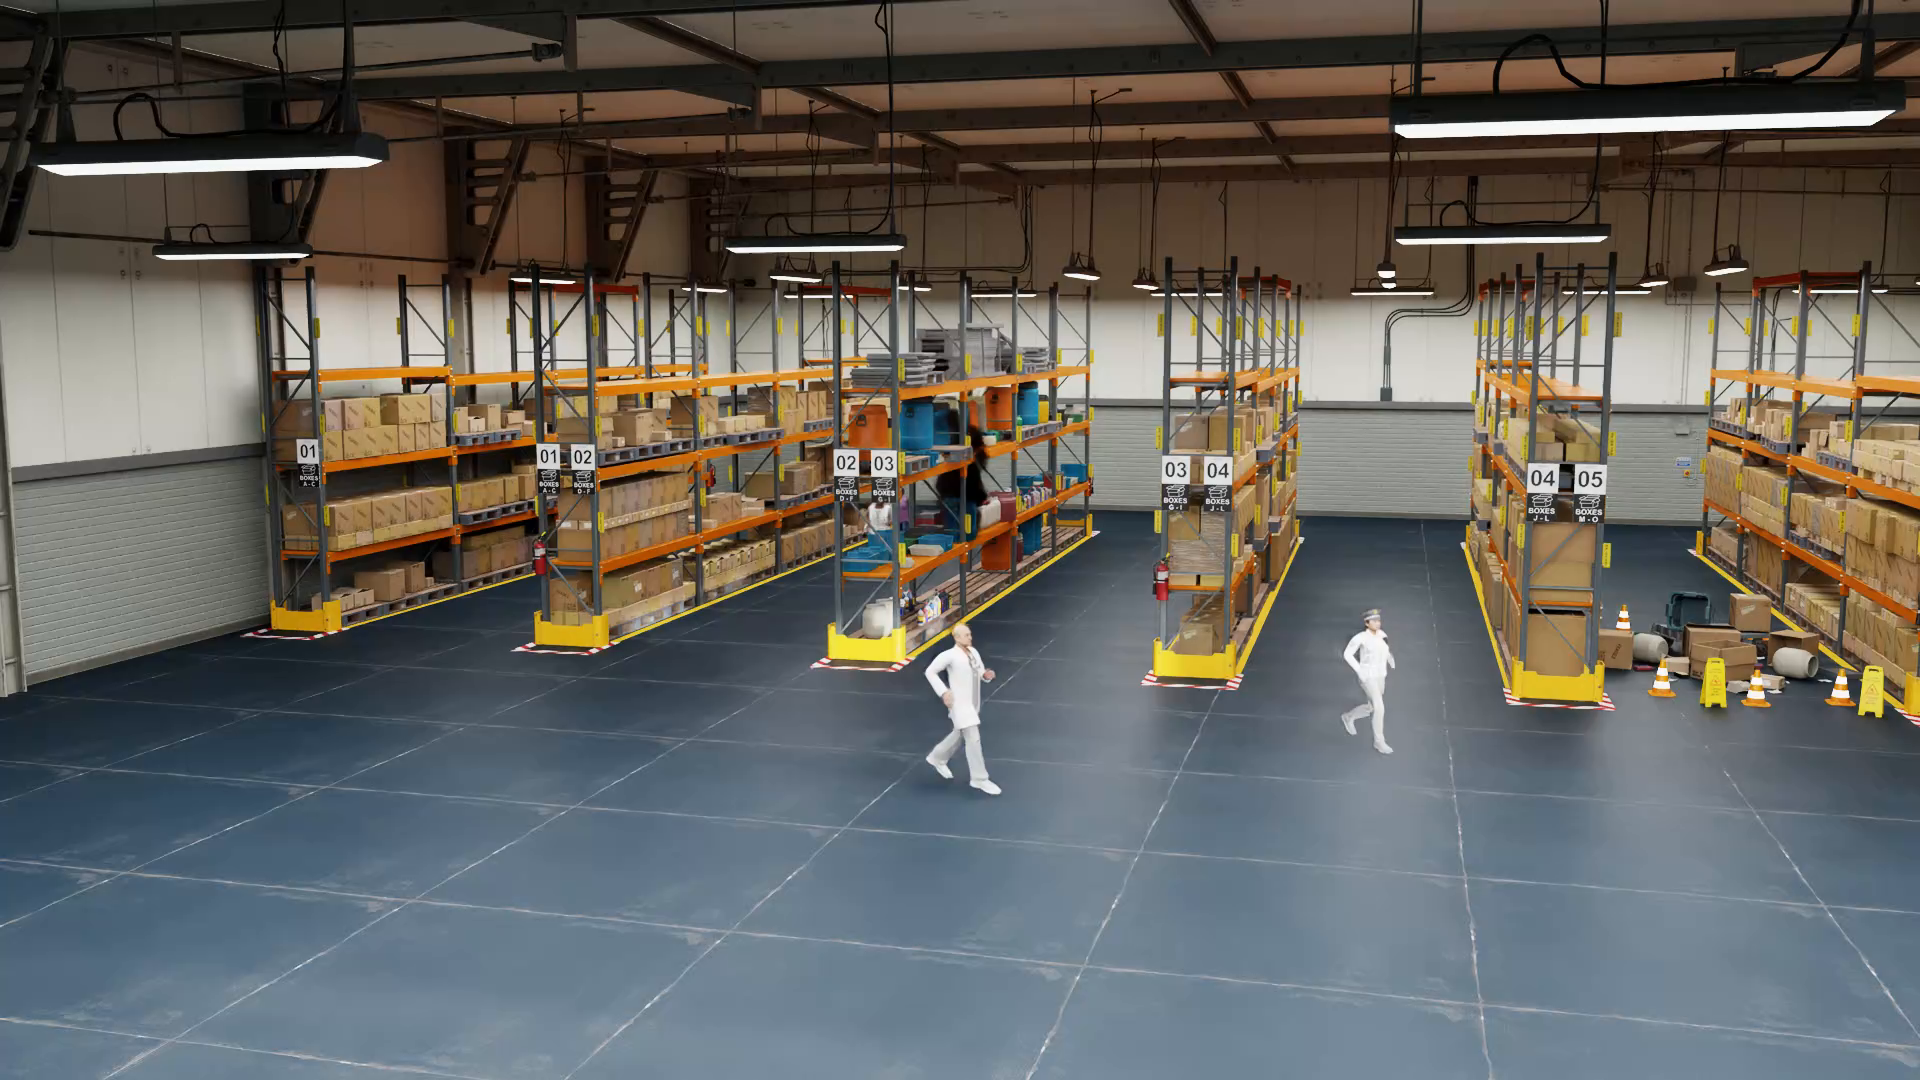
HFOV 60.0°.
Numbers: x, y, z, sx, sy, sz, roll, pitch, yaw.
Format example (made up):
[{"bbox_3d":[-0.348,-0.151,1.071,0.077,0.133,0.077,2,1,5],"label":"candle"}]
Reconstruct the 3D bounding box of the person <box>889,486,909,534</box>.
[{"bbox_3d":[-1.292,-0.362,36.010,0.507,1.643,0.805,1,7,7],"label":"person"}]

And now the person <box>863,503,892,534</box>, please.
[{"bbox_3d":[-1.606,-0.099,33.288,0.696,1.763,0.946,0,7,4],"label":"person"}]

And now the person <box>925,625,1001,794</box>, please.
[{"bbox_3d":[0.035,1.805,18.092,1.042,1.782,0.694,5,9,32],"label":"person"}]

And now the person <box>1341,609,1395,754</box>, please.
[{"bbox_3d":[4.917,1.651,19.961,0.606,1.703,0.816,-5,9,-32],"label":"person"}]
